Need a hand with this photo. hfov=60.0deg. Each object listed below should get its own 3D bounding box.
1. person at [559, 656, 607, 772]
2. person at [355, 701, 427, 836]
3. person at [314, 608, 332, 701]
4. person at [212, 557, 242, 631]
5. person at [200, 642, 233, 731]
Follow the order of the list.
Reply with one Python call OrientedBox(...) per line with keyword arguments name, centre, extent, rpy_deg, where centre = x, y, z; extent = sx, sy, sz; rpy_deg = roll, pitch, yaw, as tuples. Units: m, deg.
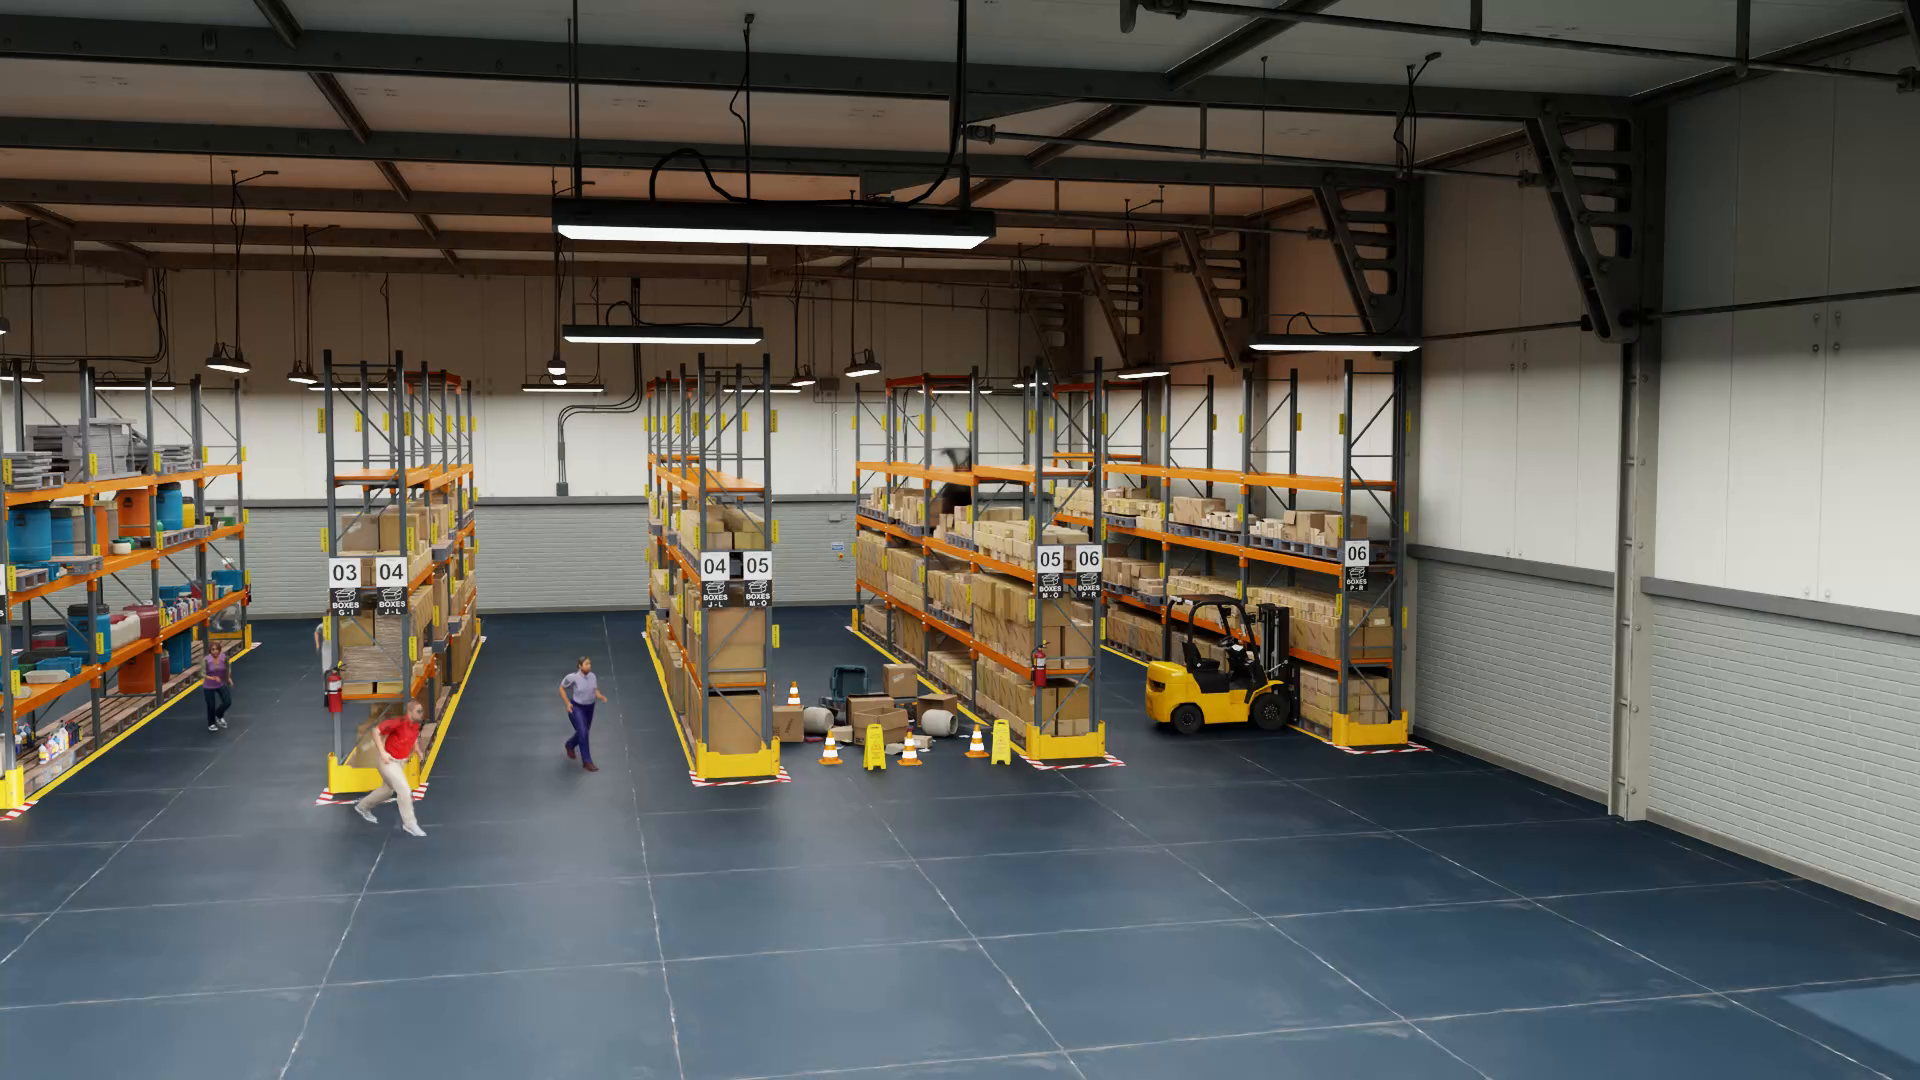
OrientedBox(name="person", centre=(-5.557, 2.510, 24.273), extent=(0.917, 1.633, 0.582), rpy_deg=(3, 5, 39))
OrientedBox(name="person", centre=(-6.983, 2.793, 20.339), extent=(0.980, 1.698, 0.705), rpy_deg=(1, 4, 19))
OrientedBox(name="person", centre=(-11.413, 2.069, 30.171), extent=(0.558, 1.688, 0.703), rpy_deg=(-1, 4, -19))
OrientedBox(name="person", centre=(-17.586, 1.334, 40.012), extent=(0.851, 1.833, 0.627), rpy_deg=(1, 4, 11))
OrientedBox(name="person", centre=(-12.058, 2.378, 26.971), extent=(0.539, 1.493, 0.781), rpy_deg=(-3, 5, -38))
